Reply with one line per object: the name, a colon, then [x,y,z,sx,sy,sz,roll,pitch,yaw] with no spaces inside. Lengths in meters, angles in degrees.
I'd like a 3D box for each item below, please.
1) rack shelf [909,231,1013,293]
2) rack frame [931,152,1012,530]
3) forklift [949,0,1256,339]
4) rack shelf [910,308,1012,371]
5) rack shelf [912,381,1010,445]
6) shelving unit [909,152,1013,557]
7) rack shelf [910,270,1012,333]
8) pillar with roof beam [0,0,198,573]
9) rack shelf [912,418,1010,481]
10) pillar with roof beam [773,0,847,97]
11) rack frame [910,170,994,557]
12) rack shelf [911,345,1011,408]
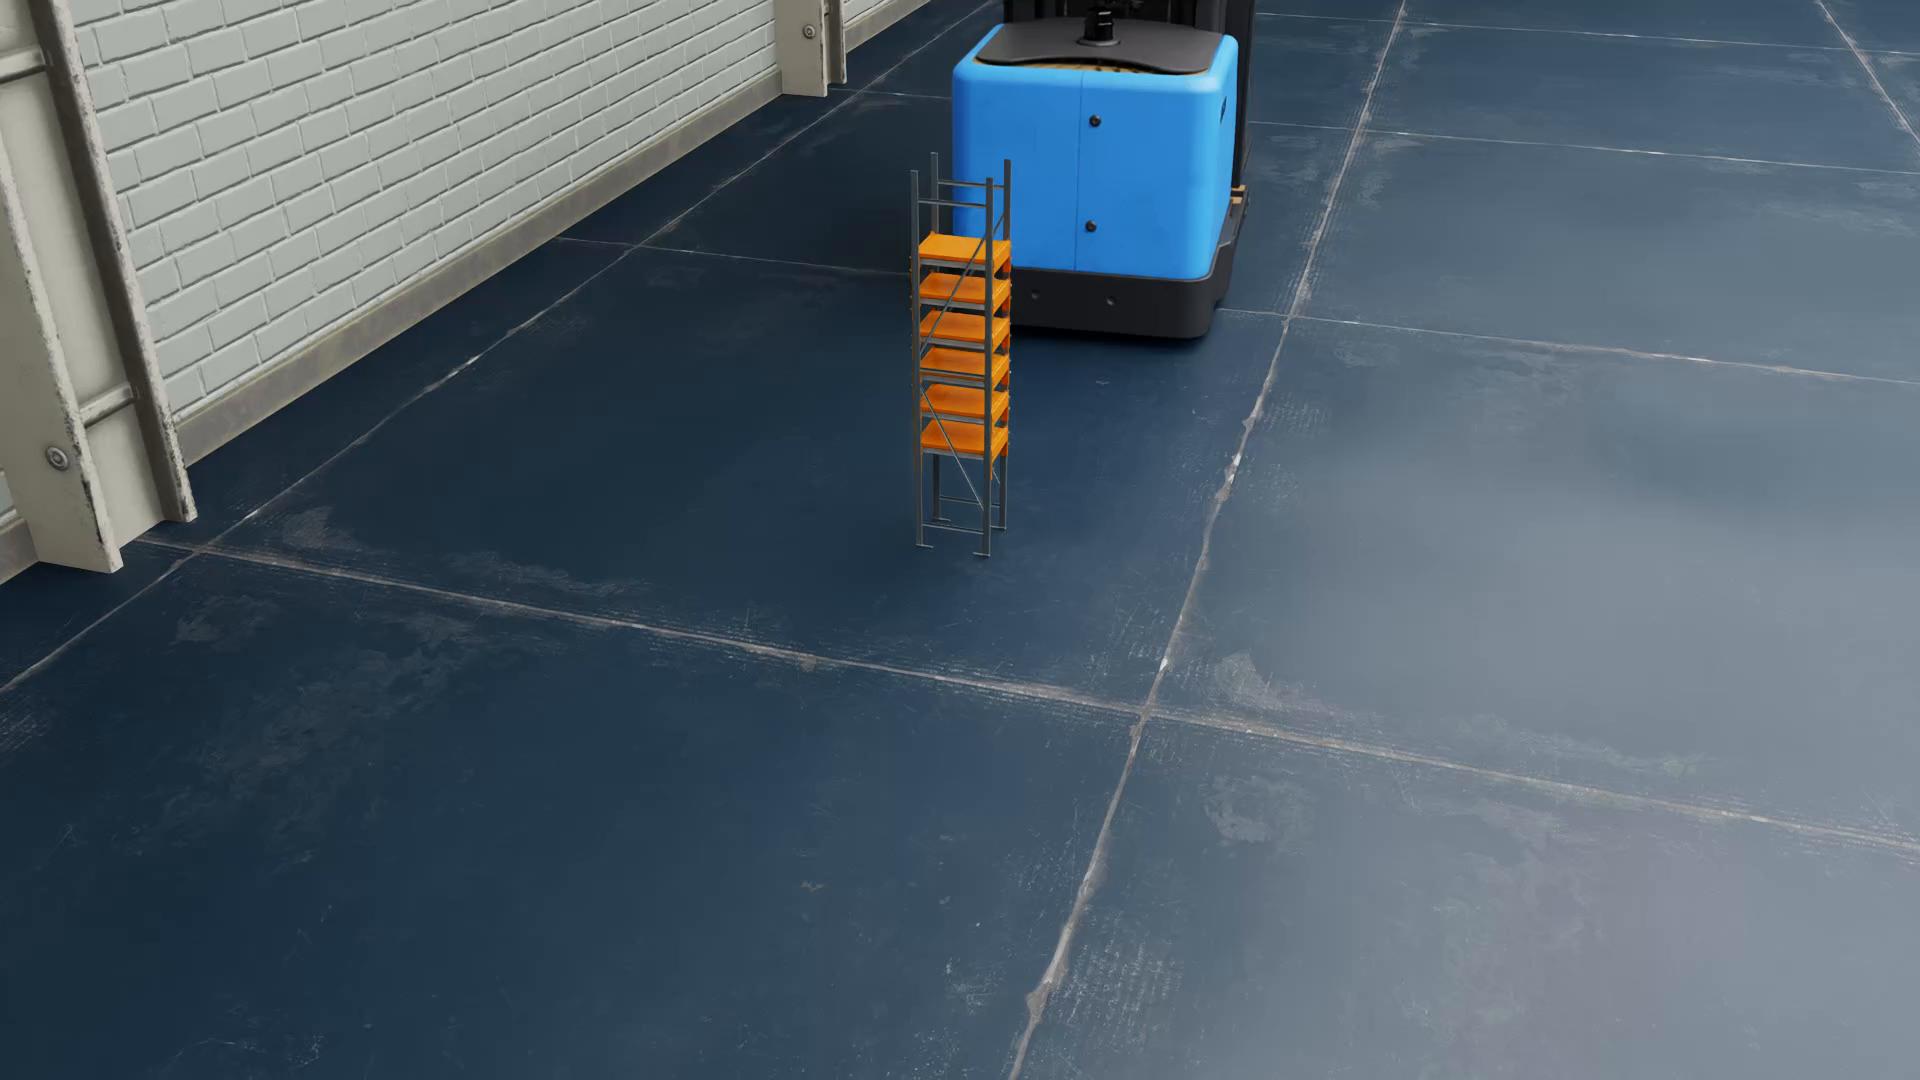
rack shelf: [0.004,-0.807,4.817,0.258,0.103,0.180,8,30,15]
rack frame: [0.031,-0.574,5.047,0.240,1.200,0.006,8,30,15]
forklift: [0.786,-2.771,7.216,1.130,2.935,3.031,6,30,11]
rack shelf: [0.004,-0.597,4.934,0.258,0.103,0.180,8,30,15]
rack shelf: [0.004,-0.387,5.050,0.258,0.103,0.180,8,30,15]
shelving unit: [0.004,-0.531,4.970,0.258,1.200,0.189,8,30,15]
rack shelf: [0.004,-0.702,4.875,0.258,0.103,0.180,8,30,15]
pillar with roof beam: [1.441,-3.330,1.979,9.100,9.000,0.400,8,30,15]
rack shelf: [0.004,-0.282,5.109,0.258,0.103,0.180,8,30,15]
pillar with roof beam: [3.203,-6.118,6.991,9.100,9.000,0.400,8,30,15]
rack frame: [-0.023,-0.489,4.894,0.240,1.200,0.006,8,30,15]
rack shelf: [0.004,-0.492,4.992,0.258,0.103,0.180,8,30,15]
